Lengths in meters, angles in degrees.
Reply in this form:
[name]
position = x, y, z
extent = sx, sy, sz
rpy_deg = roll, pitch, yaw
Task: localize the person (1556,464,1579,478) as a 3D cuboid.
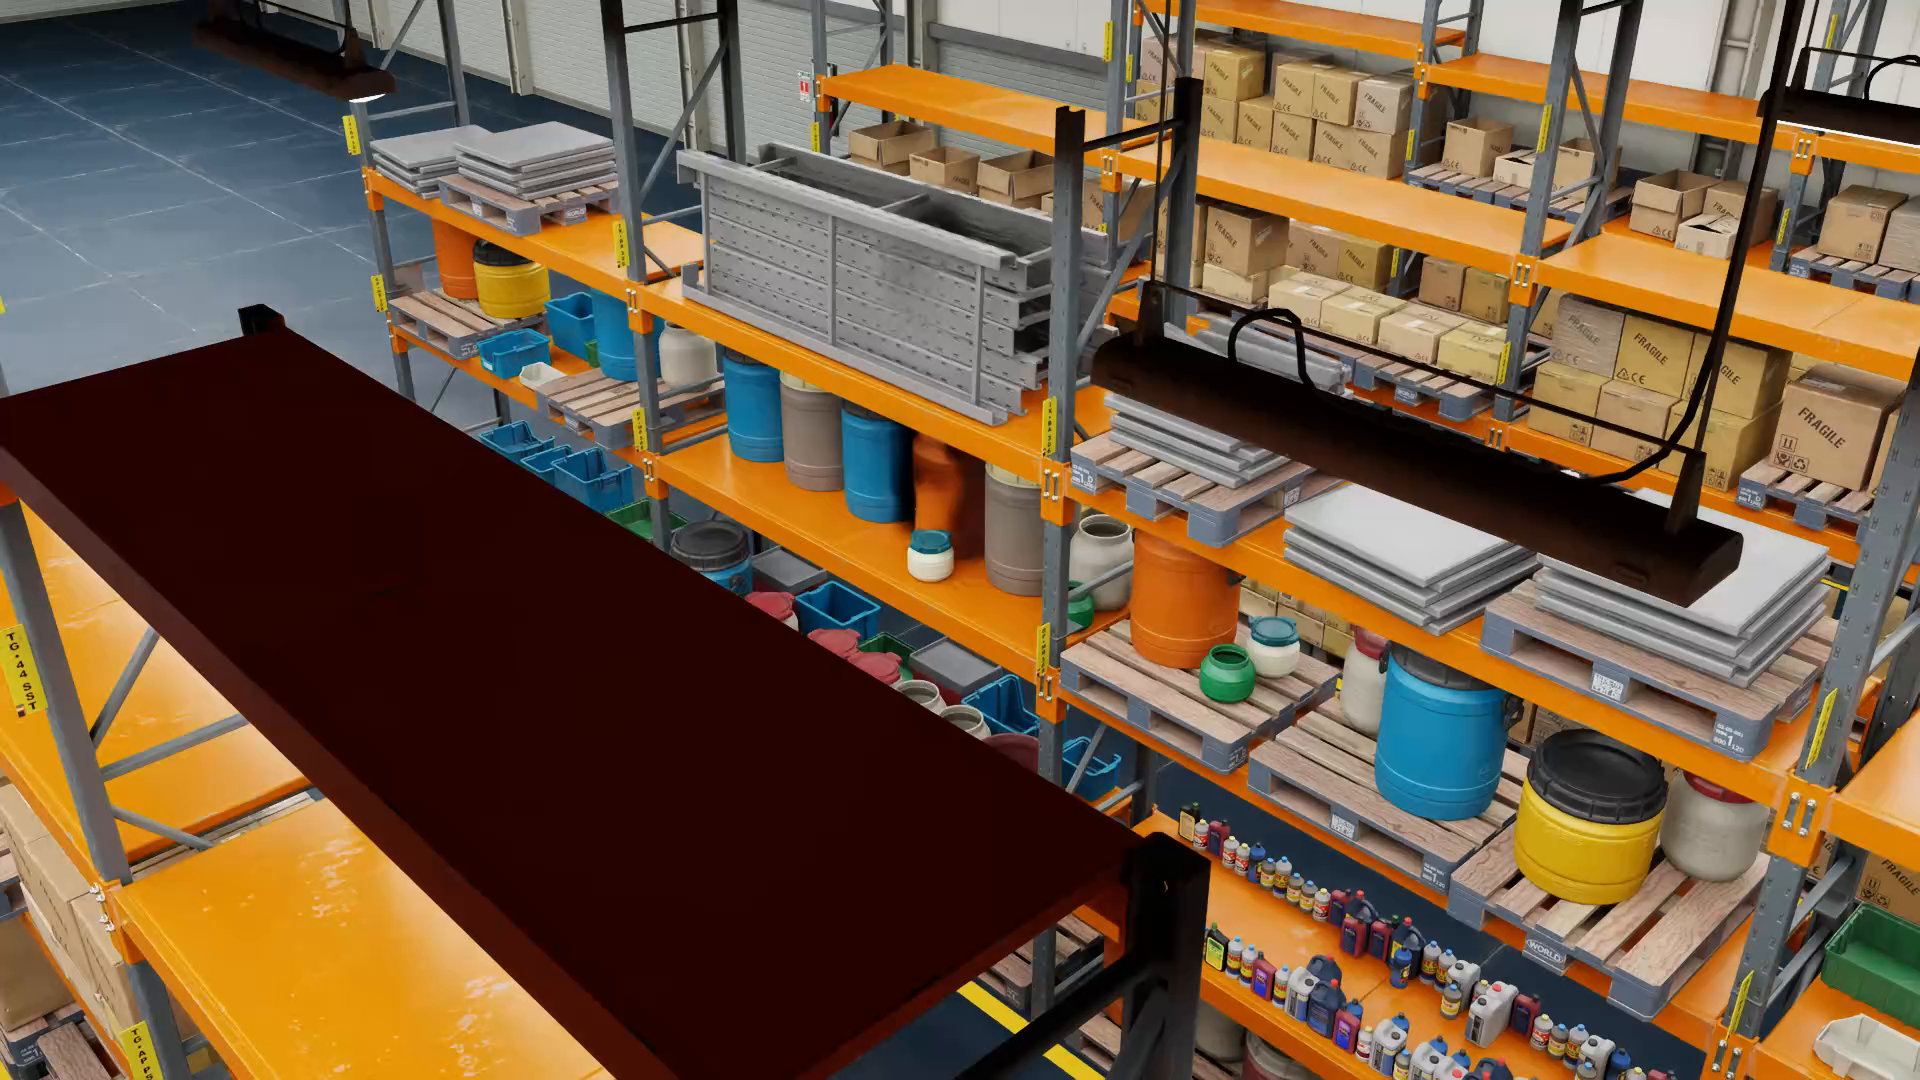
[person]
position = 5.348, -0.045, 15.132
extent = 0.687, 1.724, 0.680
rpy_deg = -22, 35, -35
